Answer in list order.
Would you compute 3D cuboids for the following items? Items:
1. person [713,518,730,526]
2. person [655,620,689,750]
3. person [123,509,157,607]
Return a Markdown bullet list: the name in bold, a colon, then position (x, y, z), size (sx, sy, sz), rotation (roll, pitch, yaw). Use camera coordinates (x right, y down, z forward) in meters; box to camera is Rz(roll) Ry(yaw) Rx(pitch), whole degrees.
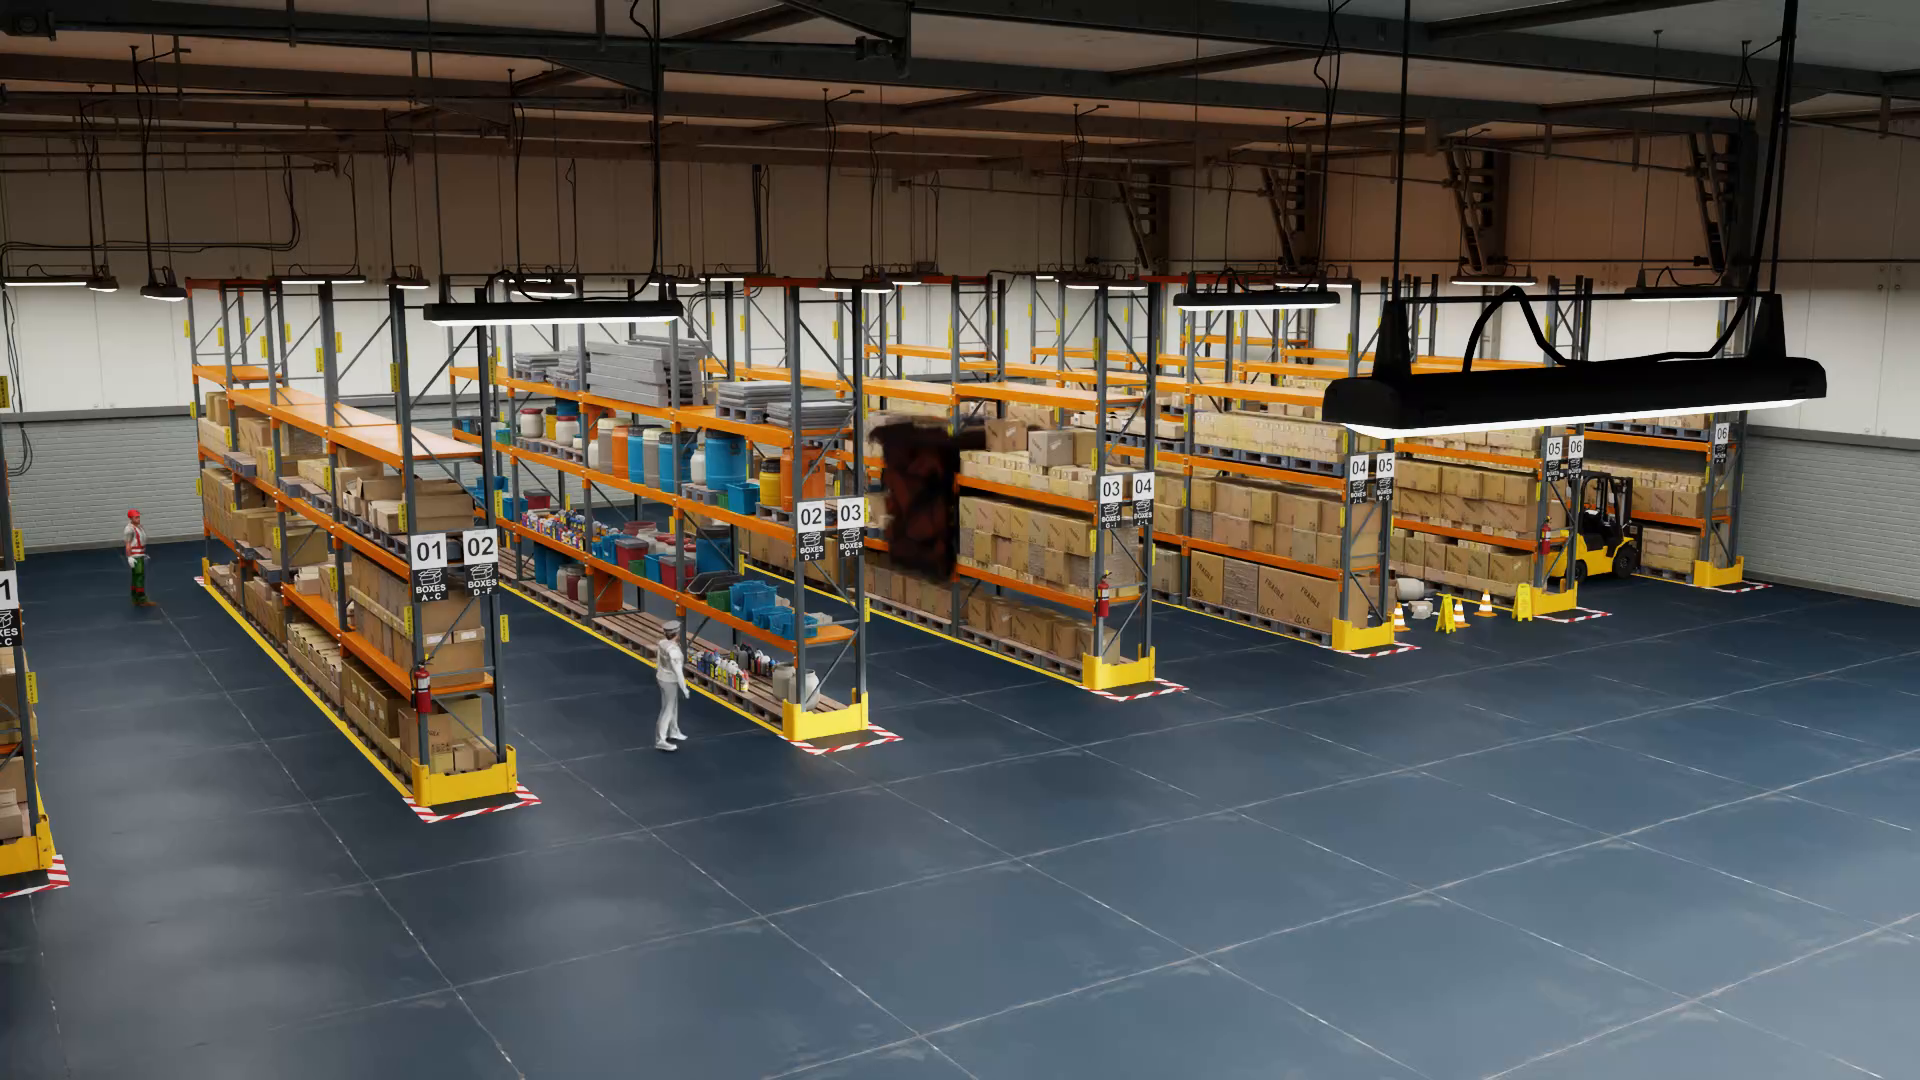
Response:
- **person**: position (-4.727, -0.103, 33.185), size (0.430, 1.781, 0.675), rotation (-5, 11, -28)
- **person**: position (-3.802, 1.894, 21.827), size (0.519, 1.699, 0.637), rotation (-3, 10, -20)
- **person**: position (-15.178, 0.312, 30.785), size (0.463, 1.794, 0.574), rotation (-4, 10, -21)
